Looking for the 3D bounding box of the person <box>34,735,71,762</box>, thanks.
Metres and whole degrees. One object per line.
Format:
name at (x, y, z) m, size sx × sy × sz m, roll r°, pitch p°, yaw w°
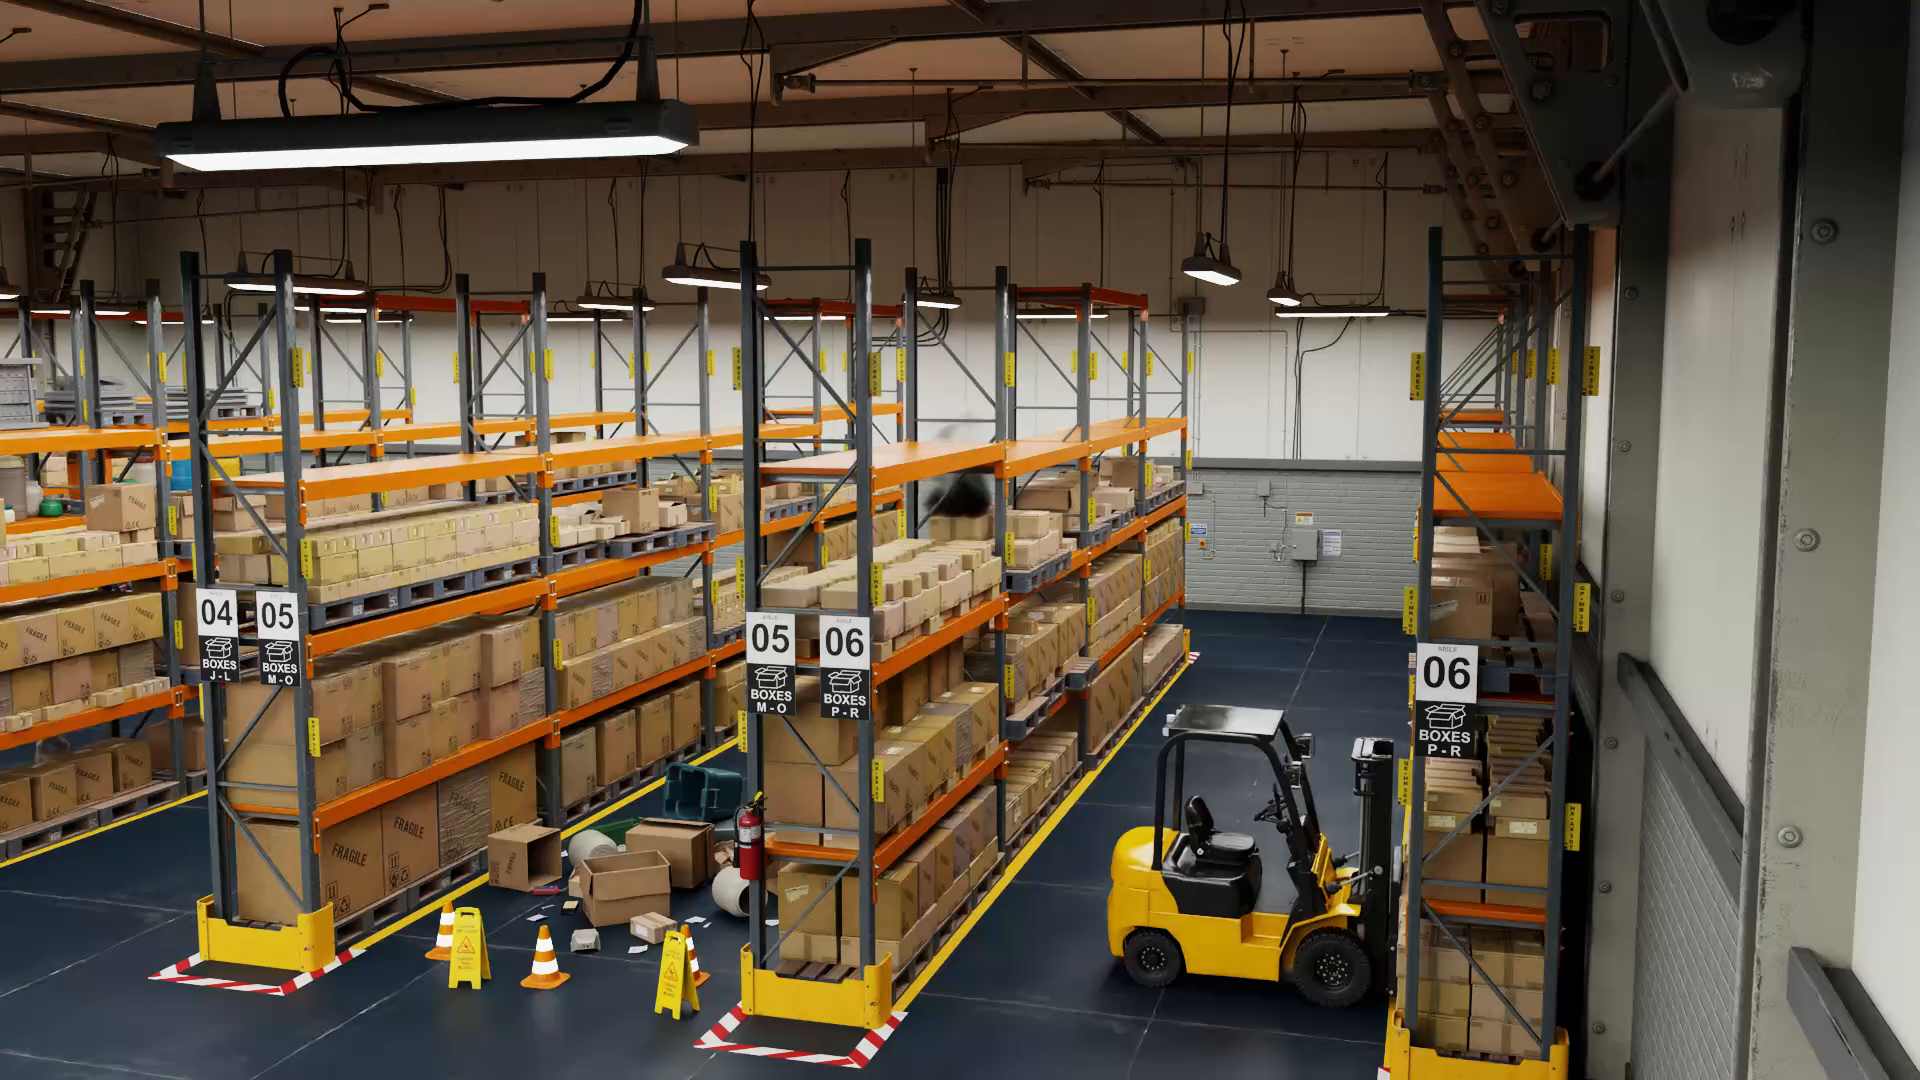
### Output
person at (-11.258, 2.014, 20.459) m, size 0.586 × 1.685 × 0.891 m, roll 1°, pitch 6°, yaw 10°
